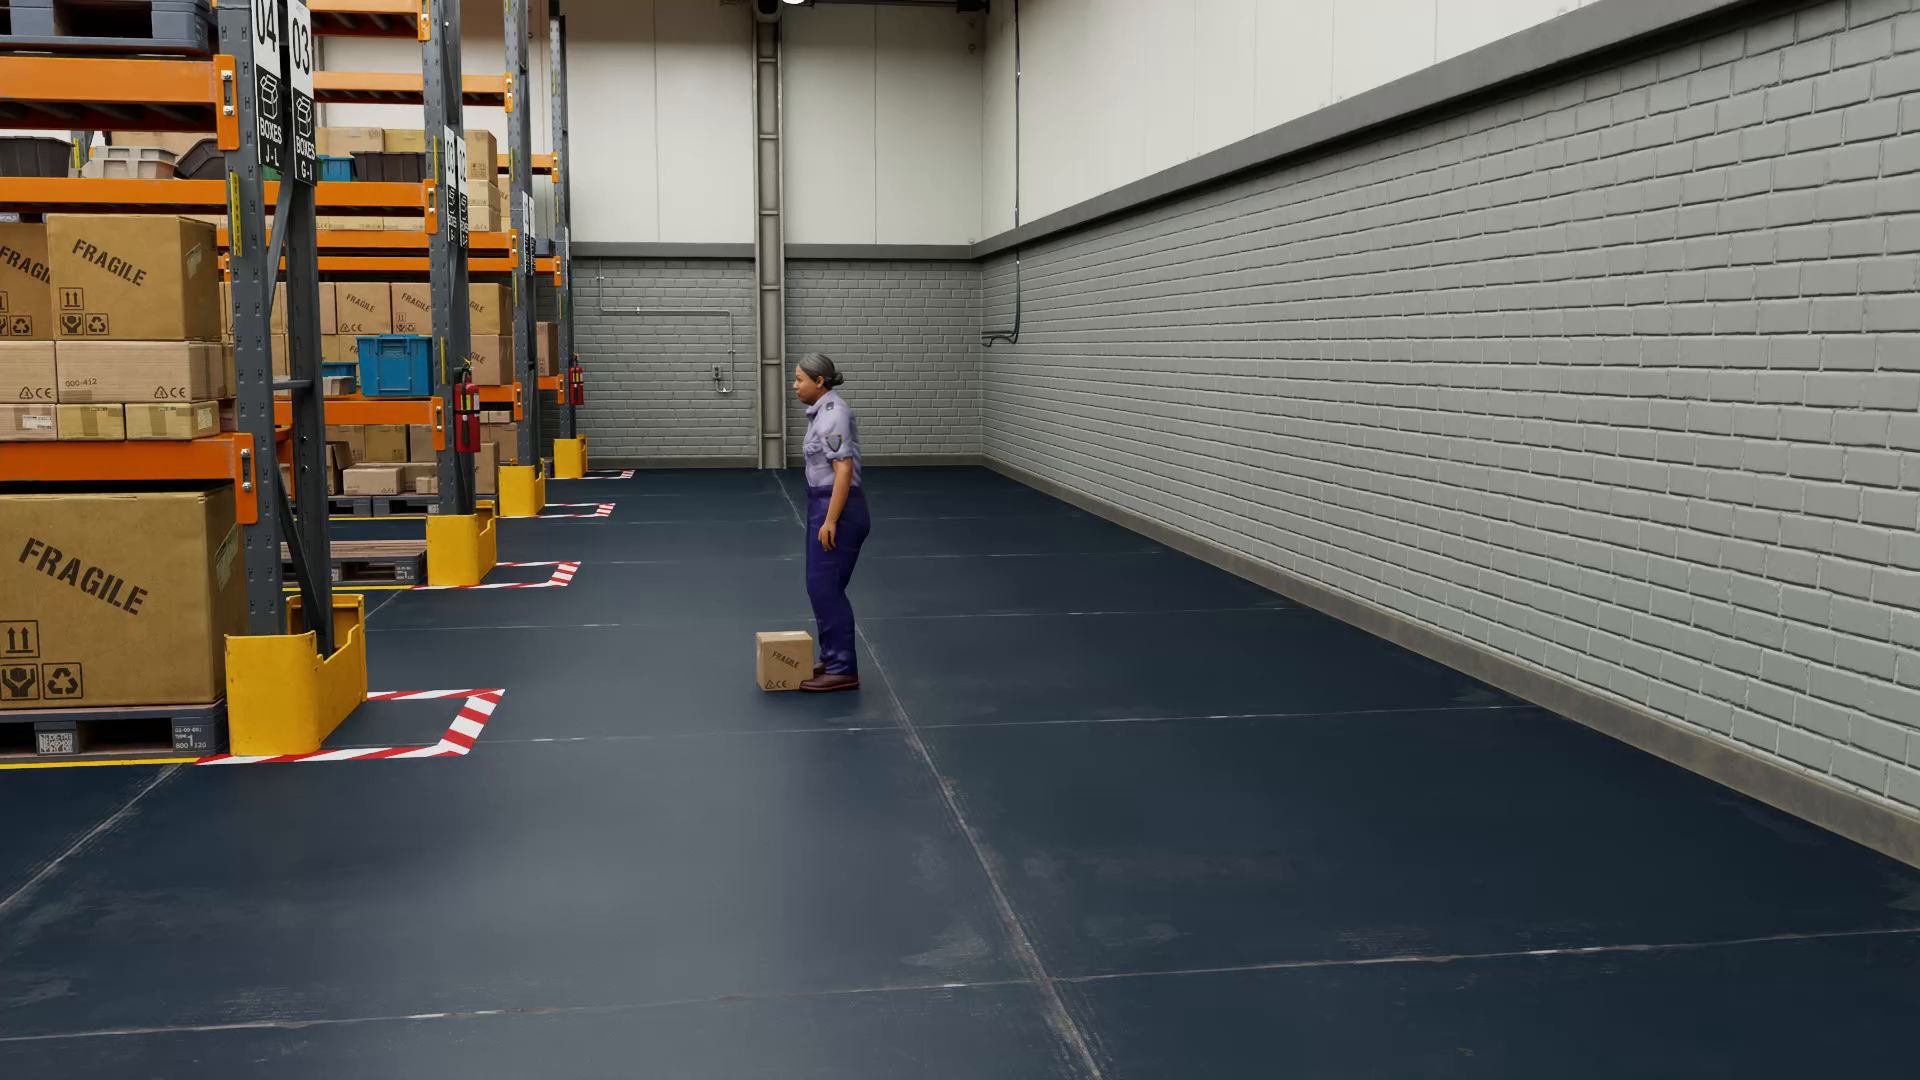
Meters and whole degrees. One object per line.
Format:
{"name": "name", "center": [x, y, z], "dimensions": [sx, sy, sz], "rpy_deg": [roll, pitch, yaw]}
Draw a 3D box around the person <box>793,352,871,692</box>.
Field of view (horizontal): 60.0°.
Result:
{"name": "person", "center": [-0.637, -0.099, 8.232], "dimensions": [0.367, 1.651, 0.550], "rpy_deg": [-1, 7, -10]}
